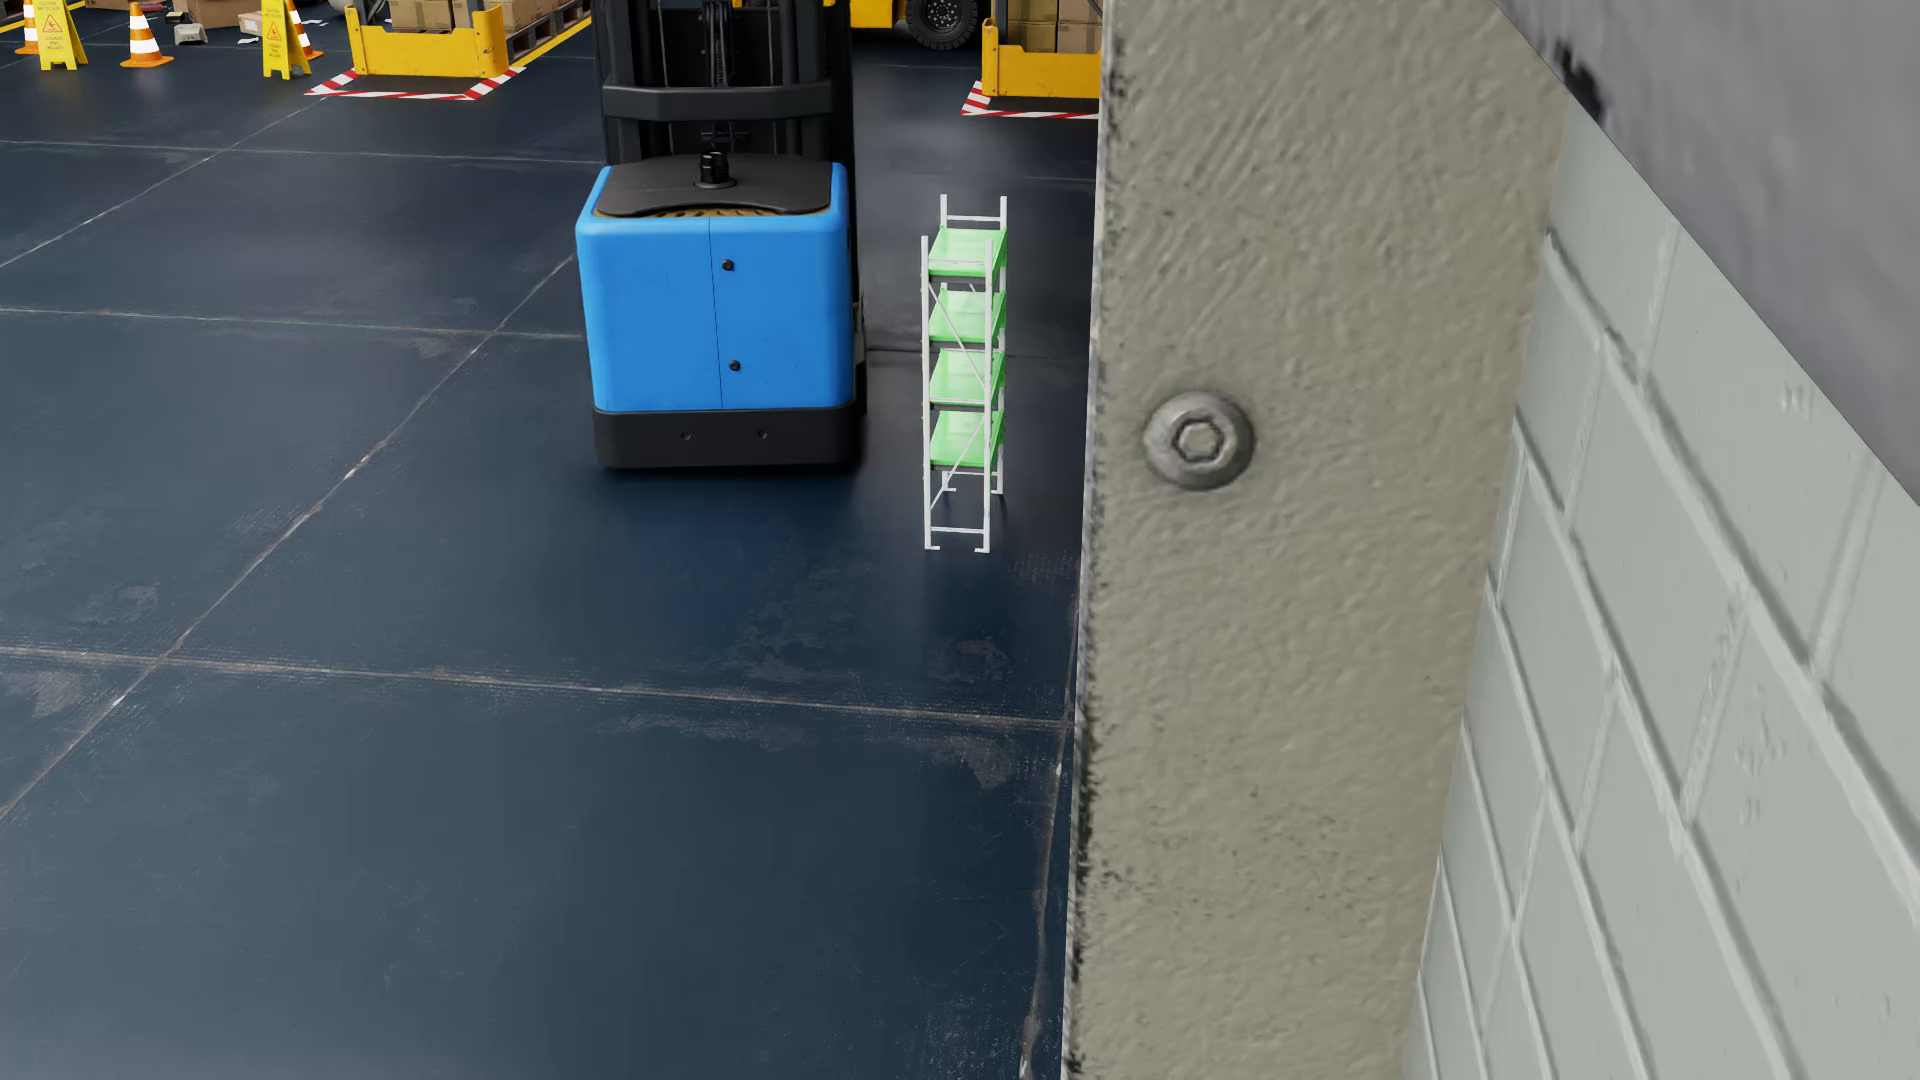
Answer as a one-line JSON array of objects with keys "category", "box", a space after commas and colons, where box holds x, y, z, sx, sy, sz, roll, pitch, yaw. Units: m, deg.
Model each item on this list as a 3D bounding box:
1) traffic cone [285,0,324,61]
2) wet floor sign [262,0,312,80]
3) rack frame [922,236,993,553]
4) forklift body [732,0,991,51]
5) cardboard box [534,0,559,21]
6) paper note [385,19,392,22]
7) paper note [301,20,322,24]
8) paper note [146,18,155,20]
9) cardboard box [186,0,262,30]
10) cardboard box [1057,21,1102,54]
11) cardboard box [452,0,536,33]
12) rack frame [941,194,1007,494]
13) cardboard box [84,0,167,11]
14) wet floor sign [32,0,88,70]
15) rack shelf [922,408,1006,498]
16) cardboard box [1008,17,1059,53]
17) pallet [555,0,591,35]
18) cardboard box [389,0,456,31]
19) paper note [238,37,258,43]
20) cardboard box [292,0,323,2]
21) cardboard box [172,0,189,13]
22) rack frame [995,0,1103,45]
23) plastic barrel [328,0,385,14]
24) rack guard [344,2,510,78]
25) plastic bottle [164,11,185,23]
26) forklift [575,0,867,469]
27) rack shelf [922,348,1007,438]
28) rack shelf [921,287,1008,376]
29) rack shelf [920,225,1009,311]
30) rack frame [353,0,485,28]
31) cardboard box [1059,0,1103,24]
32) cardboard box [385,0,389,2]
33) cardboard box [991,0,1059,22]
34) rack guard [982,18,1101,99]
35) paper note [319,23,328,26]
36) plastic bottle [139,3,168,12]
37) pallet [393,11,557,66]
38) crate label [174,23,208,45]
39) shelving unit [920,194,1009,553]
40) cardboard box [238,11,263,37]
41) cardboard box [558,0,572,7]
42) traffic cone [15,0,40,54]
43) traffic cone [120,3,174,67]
[{"category": "traffic cone", "box": [-5.394, -4.141, 13.449, 0.336, 0.463, 0.334, 3, 28, 6]}, {"category": "wet floor sign", "box": [-5.251, -3.917, 12.841, 0.267, 0.644, 0.232, 14, 31, 24]}, {"category": "rack frame", "box": [-0.010, -0.491, 5.897, 0.240, 1.200, 0.015, 3, 28, 6]}, {"category": "forklift body", "box": [-0.818, -5.319, 13.856, 2.313, 2.155, 1.214, 3, 28, 6]}, {"category": "cardboard box", "box": [-3.723, -4.559, 14.006, 0.500, 0.250, 0.500, 4, 29, 8]}, {"category": "paper note", "box": [-5.058, -4.639, 14.829, 0.142, 0.019, 0.148, -6, 29, -11]}, {"category": "paper note", "box": [-5.773, -4.620, 14.806, 0.148, 0.019, 0.142, 14, 31, 24]}, {"category": "paper note", "box": [-7.258, -4.677, 14.921, 0.032, 0.001, 0.123, 20, 34, 32]}, {"category": "cardboard box", "box": [-6.463, -4.856, 14.733, 0.797, 0.503, 0.637, -17, 33, -29]}, {"category": "cardboard box", "box": [1.015, -3.888, 12.761, 0.500, 0.250, 0.500, 3, 29, 6]}, {"category": "cardboard box", "box": [-3.793, -4.319, 13.560, 0.500, 0.250, 0.500, 3, 28, 6]}, {"category": "rack frame", "box": [0.050, -0.721, 6.323, 0.240, 1.200, 0.015, 3, 28, 6]}, {"category": "cardboard box", "box": [-7.773, -5.214, 15.399, 0.500, 0.500, 0.500, 8, 29, 15]}, {"category": "wet floor sign", "box": [-7.130, -4.056, 13.098, 0.267, 0.644, 0.232, -1, 28, -3]}, {"category": "rack shelf", "box": [0.020, -0.339, 6.254, 0.258, 0.148, 0.480, 3, 28, 6]}, {"category": "cardboard box", "box": [0.505, -3.908, 12.798, 0.500, 0.250, 0.500, 4, 29, 7]}, {"category": "pallet", "box": [-3.870, -4.742, 14.830, 1.003, 0.211, 1.213, 3, 28, 6]}, {"category": "cardboard box", "box": [-4.331, -4.363, 13.642, 0.500, 0.250, 0.500, 3, 28, 6]}, {"category": "paper note", "box": [-6.026, -4.234, 14.078, 0.148, 0.019, 0.142, -6, 29, -11]}, {"category": "cardboard box", "box": [-6.357, -5.356, 15.518, 0.797, 0.637, 0.503, 3, 28, 6]}, {"category": "cardboard box", "box": [-6.984, -4.984, 15.221, 0.396, 0.266, 0.258, 8, 29, 15]}, {"category": "rack frame", "box": [0.761, -4.694, 11.801, 1.000, 3.000, 0.127, 3, 28, 6]}, {"category": "plastic barrel", "box": [-5.416, -4.907, 14.912, 0.421, 0.421, 0.512, -24, 36, -37]}, {"category": "rack guard", "box": [-4.157, -3.916, 12.992, 1.175, 0.500, 0.348, 3, 28, 6]}, {"category": "plastic bottle", "box": [-7.019, -4.683, 14.877, 0.133, 0.061, 0.283, -6, 29, -11]}, {"category": "forklift", "box": [-1.022, -2.240, 7.317, 1.130, 2.935, 3.031, -2, 28, -3]}, {"category": "rack shelf", "box": [0.020, -0.550, 6.140, 0.258, 0.148, 0.480, 3, 28, 6]}, {"category": "rack shelf", "box": [0.020, -0.761, 6.027, 0.258, 0.148, 0.480, 3, 28, 6]}, {"category": "rack shelf", "box": [0.020, -0.972, 5.913, 0.258, 0.148, 0.480, 3, 28, 6]}, {"category": "rack frame", "box": [-4.166, -4.981, 12.333, 1.000, 3.000, 0.127, 3, 28, 6]}, {"category": "cardboard box", "box": [1.024, -4.098, 12.623, 0.500, 0.250, 0.500, 4, 29, 7]}, {"category": "cardboard box", "box": [-5.158, -5.339, 15.631, 0.500, 0.500, 0.500, -24, 36, -37]}, {"category": "cardboard box", "box": [0.510, -4.136, 12.694, 0.500, 0.250, 0.500, 3, 28, 6]}, {"category": "rack guard", "box": [0.758, -3.582, 12.373, 1.175, 0.500, 0.348, 3, 28, 6]}, {"category": "paper note", "box": [-5.625, -4.563, 14.708, 0.032, 0.001, 0.123, 3, 28, 6]}, {"category": "plastic bottle", "box": [-7.409, -4.880, 15.244, 0.283, 0.061, 0.133, -6, 29, -11]}, {"category": "pallet", "box": [-4.022, -4.169, 13.767, 1.003, 0.211, 1.213, 3, 28, 6]}, {"category": "crate label", "box": [-6.502, -4.276, 14.043, 0.250, 0.136, 0.298, -11, 30, -20]}, {"category": "shelving unit", "box": [0.020, -0.606, 6.110, 0.258, 1.200, 0.503, 3, 28, 6]}, {"category": "cardboard box", "box": [-6.010, -4.460, 14.371, 0.380, 0.149, 0.250, 20, 34, 32]}, {"category": "cardboard box", "box": [-3.668, -4.816, 14.484, 0.500, 0.250, 0.500, 5, 29, 10]}, {"category": "traffic cone", "box": [-7.617, -4.272, 13.691, 0.336, 0.463, 0.334, 3, 28, 6]}, {"category": "traffic cone", "box": [-6.537, -4.046, 13.272, 0.336, 0.463, 0.334, 3, 28, 6]}]
